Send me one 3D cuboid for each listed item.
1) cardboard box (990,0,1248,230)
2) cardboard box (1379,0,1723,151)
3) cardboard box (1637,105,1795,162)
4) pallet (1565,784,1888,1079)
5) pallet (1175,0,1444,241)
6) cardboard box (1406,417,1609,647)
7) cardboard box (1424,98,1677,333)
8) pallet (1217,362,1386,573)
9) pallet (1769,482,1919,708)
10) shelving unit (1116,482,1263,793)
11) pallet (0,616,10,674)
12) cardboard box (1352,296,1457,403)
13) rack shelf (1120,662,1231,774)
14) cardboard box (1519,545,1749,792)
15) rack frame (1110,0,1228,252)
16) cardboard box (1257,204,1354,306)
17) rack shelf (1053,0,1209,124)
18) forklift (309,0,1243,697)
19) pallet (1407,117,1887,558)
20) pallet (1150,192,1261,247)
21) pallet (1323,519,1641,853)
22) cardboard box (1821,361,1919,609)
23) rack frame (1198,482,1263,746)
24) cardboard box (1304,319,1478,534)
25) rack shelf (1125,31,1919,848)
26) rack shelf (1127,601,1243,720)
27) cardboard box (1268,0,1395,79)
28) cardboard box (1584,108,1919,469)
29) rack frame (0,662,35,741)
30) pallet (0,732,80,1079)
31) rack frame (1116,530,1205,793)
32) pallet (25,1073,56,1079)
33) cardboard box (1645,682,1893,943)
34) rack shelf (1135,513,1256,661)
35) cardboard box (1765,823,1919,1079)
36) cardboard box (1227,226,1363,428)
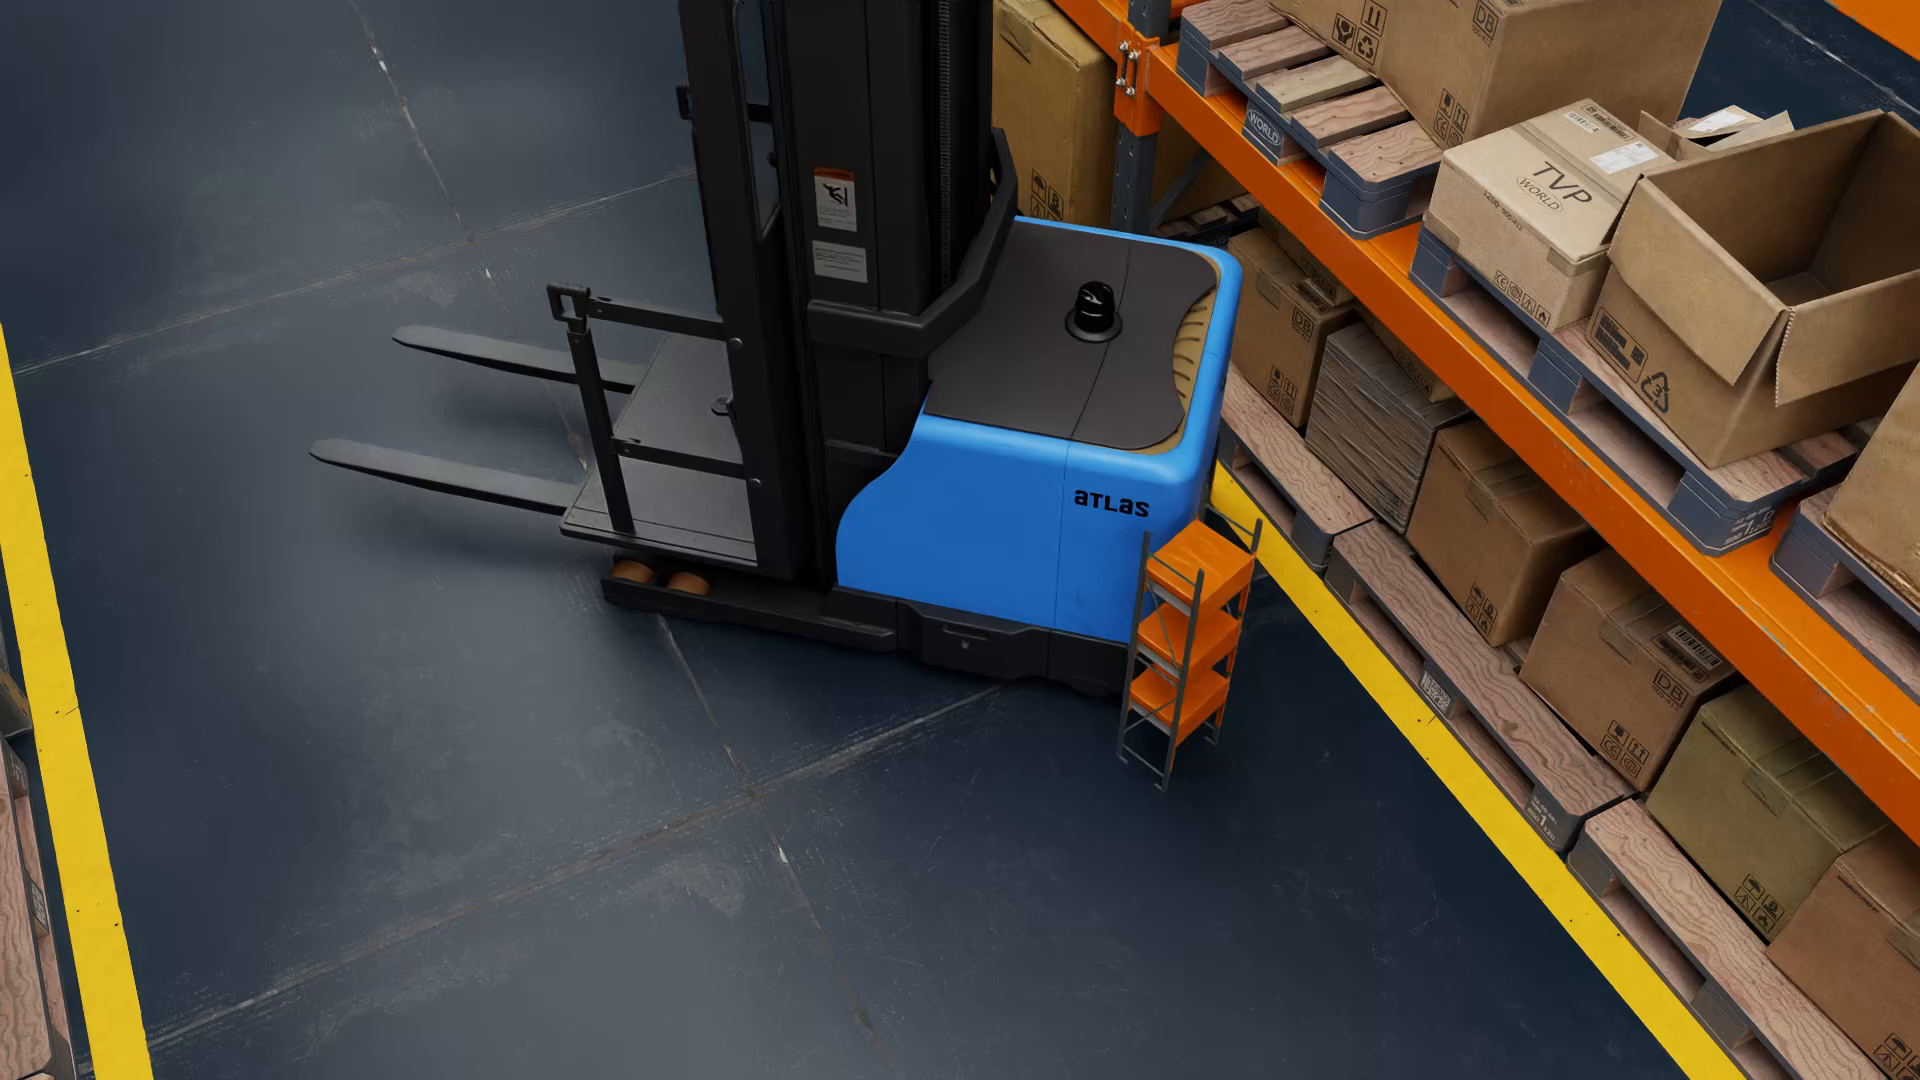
[{"bbox_3d":[0.725,-1.872,6.527,1.225,0.875,0.875,-23,53,-19],"label":"cardboard box"},{"bbox_3d":[1.650,-1.448,4.679,0.700,0.500,0.500,-14,50,-12],"label":"cardboard box"},{"bbox_3d":[2.026,-1.035,4.473,0.396,0.266,0.258,-23,53,-19],"label":"cardboard box"},{"bbox_3d":[2.495,1.111,4.638,1.003,0.211,1.213,-21,52,-18],"label":"pallet"},{"bbox_3d":[1.443,-1.461,5.162,1.213,0.211,1.003,-21,52,-18],"label":"pallet"},{"bbox_3d":[1.878,-0.101,5.214,0.700,0.500,0.500,-17,51,-15],"label":"cardboard box"},{"bbox_3d":[1.585,-0.852,4.323,0.500,0.250,0.500,-23,53,-19],"label":"cardboard box"},{"bbox_3d":[1.379,-0.523,6.067,1.003,0.211,1.213,-21,52,-18],"label":"pallet"},{"bbox_3d":[2.633,0.215,3.697,1.003,0.211,1.213,-21,52,-18],"label":"pallet"},{"bbox_3d":[0.643,0.309,4.782,0.215,1.050,0.252,37,58,27],"label":"shelving unit"},{"bbox_3d":[-3.779,0.147,5.482,1.003,0.211,1.213,-21,52,-18],"label":"pallet"},{"bbox_3d":[1.608,-0.743,5.277,0.500,0.250,0.500,-16,51,-13],"label":"cardboard box"},{"bbox_3d":[0.643,0.498,5.000,0.215,0.259,0.240,37,58,27],"label":"rack shelf"},{"bbox_3d":[2.133,0.273,4.887,0.700,0.500,0.500,-25,53,-21],"label":"cardboard box"},{"bbox_3d":[1.023,-1.964,5.475,1.000,3.000,0.127,-21,52,-18],"label":"rack frame"},{"bbox_3d":[1.356,-1.095,5.585,0.500,0.250,0.500,-19,52,-16],"label":"cardboard box"},{"bbox_3d":[0.107,-3.066,6.917,1.077,0.370,4.000,-21,52,-18],"label":"rack shelf"},{"bbox_3d":[-0.693,-1.076,4.744,3.031,2.935,1.130,11,50,9],"label":"forklift"},{"bbox_3d":[1.965,-0.590,4.401,1.003,0.211,1.213,-21,52,-18],"label":"pallet"},{"bbox_3d":[0.729,-1.600,7.009,1.003,0.211,1.213,-21,52,-18],"label":"pallet"},{"bbox_3d":[1.933,0.293,5.354,1.003,0.211,1.213,-21,52,-18],"label":"pallet"},{"bbox_3d":[2.614,-0.203,3.257,1.000,1.000,1.000,-21,52,-17],"label":"cardboard box"},{"bbox_3d":[0.729,0.243,4.840,0.200,1.050,0.008,37,58,27],"label":"rack frame"},{"bbox_3d":[1.612,-0.478,5.543,0.700,0.500,0.500,-25,53,-20],"label":"cardboard box"},{"bbox_3d":[1.938,-0.389,4.575,1.077,0.370,4.000,-21,52,-18],"label":"rack shelf"},{"bbox_3d":[0.643,0.316,4.790,0.215,0.259,0.240,37,58,27],"label":"rack shelf"},{"bbox_3d":[1.305,-1.788,4.975,0.500,0.500,0.500,-27,54,-22],"label":"cardboard box"},{"bbox_3d":[1.978,-0.588,3.924,0.797,0.503,0.637,-16,51,-14],"label":"cardboard box"},{"bbox_3d":[-3.381,-0.258,3.983,1.000,3.000,0.127,-21,52,-18],"label":"rack frame"},{"bbox_3d":[-3.061,1.192,4.567,1.003,0.211,1.213,-21,52,-18],"label":"pallet"},{"bbox_3d":[0.558,0.374,4.725,0.200,1.050,0.008,37,58,27],"label":"rack frame"},{"bbox_3d":[-2.507,2.007,3.854,1.003,0.211,1.213,-21,52,-18],"label":"pallet"},{"bbox_3d":[2.390,0.647,4.560,0.700,0.500,0.500,-21,52,-18],"label":"cardboard box"},{"bbox_3d":[0.643,0.129,4.577,0.215,0.259,0.240,37,58,27],"label":"rack shelf"},{"bbox_3d":[2.591,0.973,4.275,0.700,0.500,0.500,-25,53,-20],"label":"cardboard box"},{"bbox_3d":[1.347,-0.844,5.864,0.700,0.500,0.500,-24,53,-19],"label":"cardboard box"}]
